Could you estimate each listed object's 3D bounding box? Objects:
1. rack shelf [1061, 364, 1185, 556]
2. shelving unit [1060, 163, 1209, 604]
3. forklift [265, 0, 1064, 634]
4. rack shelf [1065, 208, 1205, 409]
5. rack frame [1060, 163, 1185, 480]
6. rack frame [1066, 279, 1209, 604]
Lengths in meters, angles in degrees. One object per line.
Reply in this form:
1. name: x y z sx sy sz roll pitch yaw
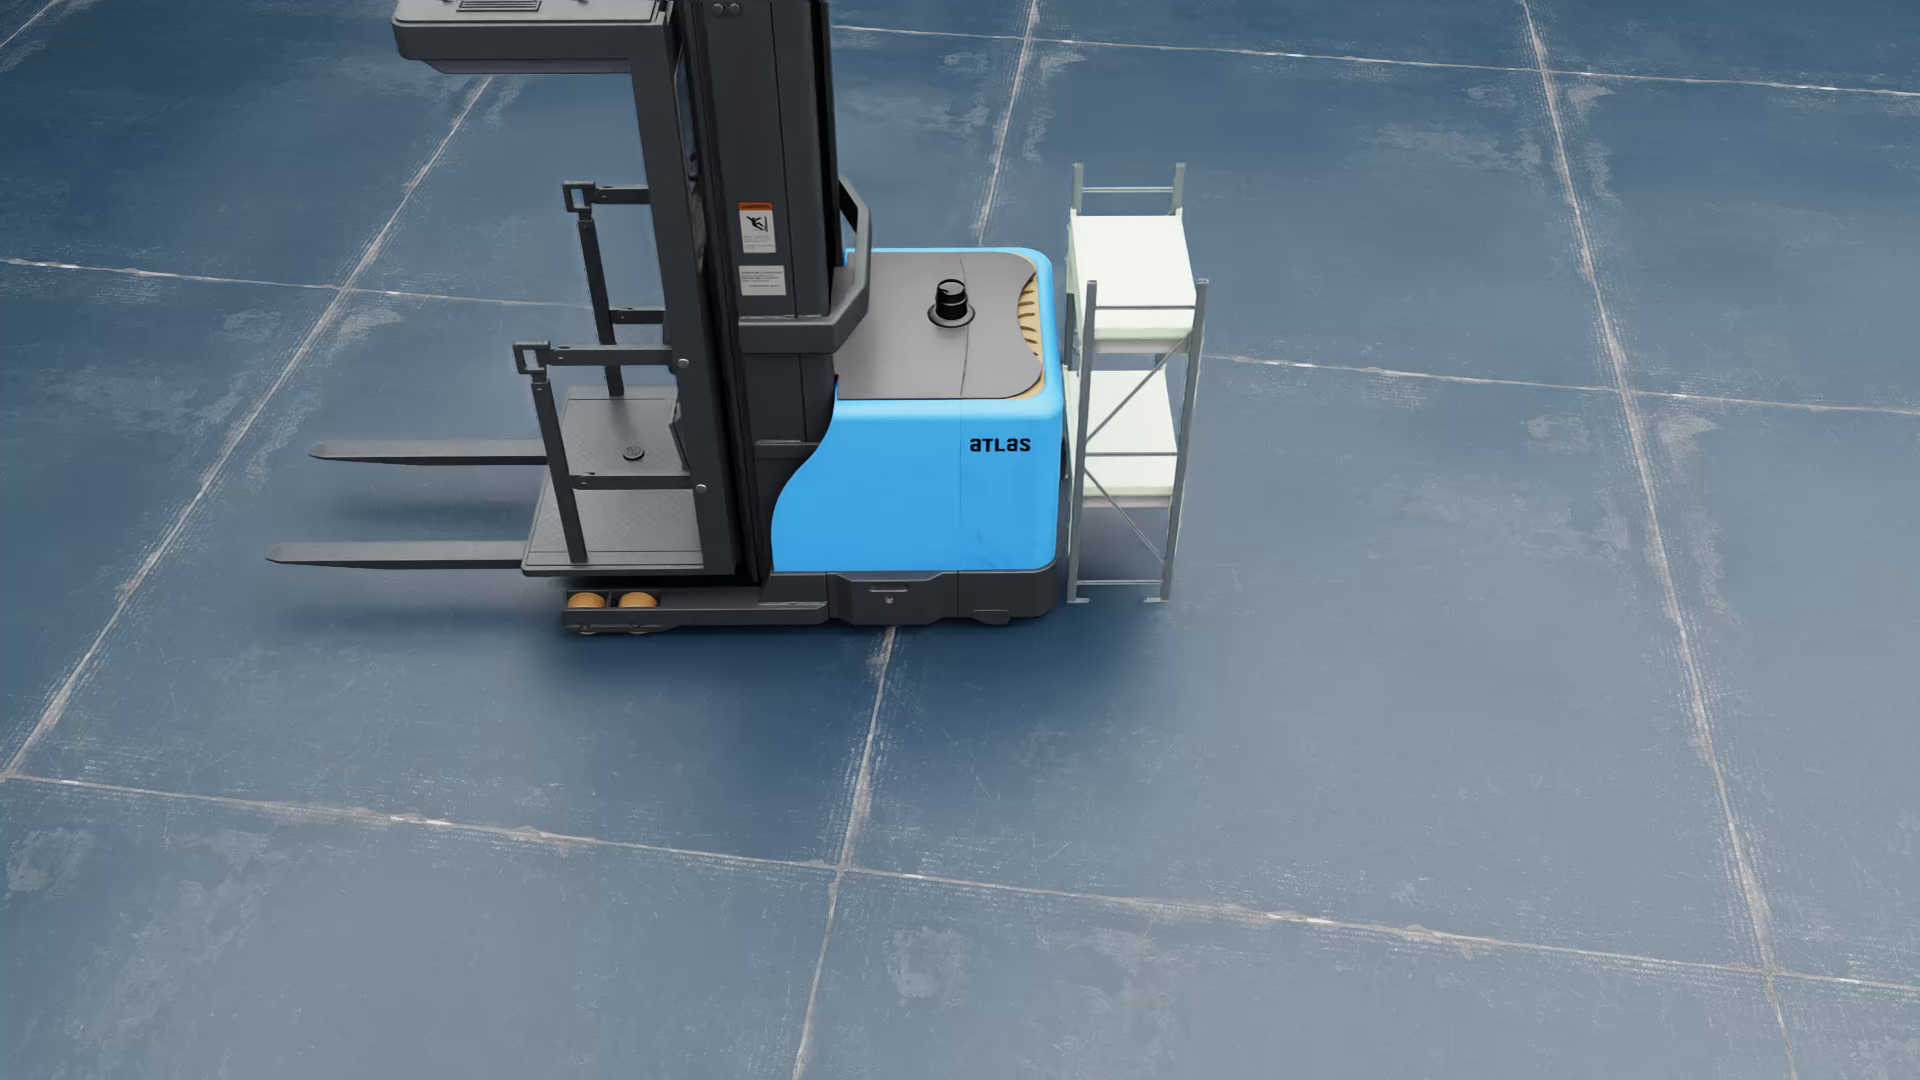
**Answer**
1. rack shelf: 0.614 -0.320 6.472 0.431 0.370 0.720 0 43 0
2. shelving unit: 0.614 -0.557 6.247 0.431 1.500 0.755 0 43 0
3. forklift: -1.147 -1.070 5.749 3.031 2.935 1.130 0 43 0
4. rack shelf: 0.614 -0.841 5.979 0.431 0.370 0.720 0 43 0
5. rack frame: 0.611 -0.809 6.513 0.400 1.500 0.023 0 43 0
6. rack frame: 0.617 -0.306 5.982 0.400 1.500 0.023 0 43 0
